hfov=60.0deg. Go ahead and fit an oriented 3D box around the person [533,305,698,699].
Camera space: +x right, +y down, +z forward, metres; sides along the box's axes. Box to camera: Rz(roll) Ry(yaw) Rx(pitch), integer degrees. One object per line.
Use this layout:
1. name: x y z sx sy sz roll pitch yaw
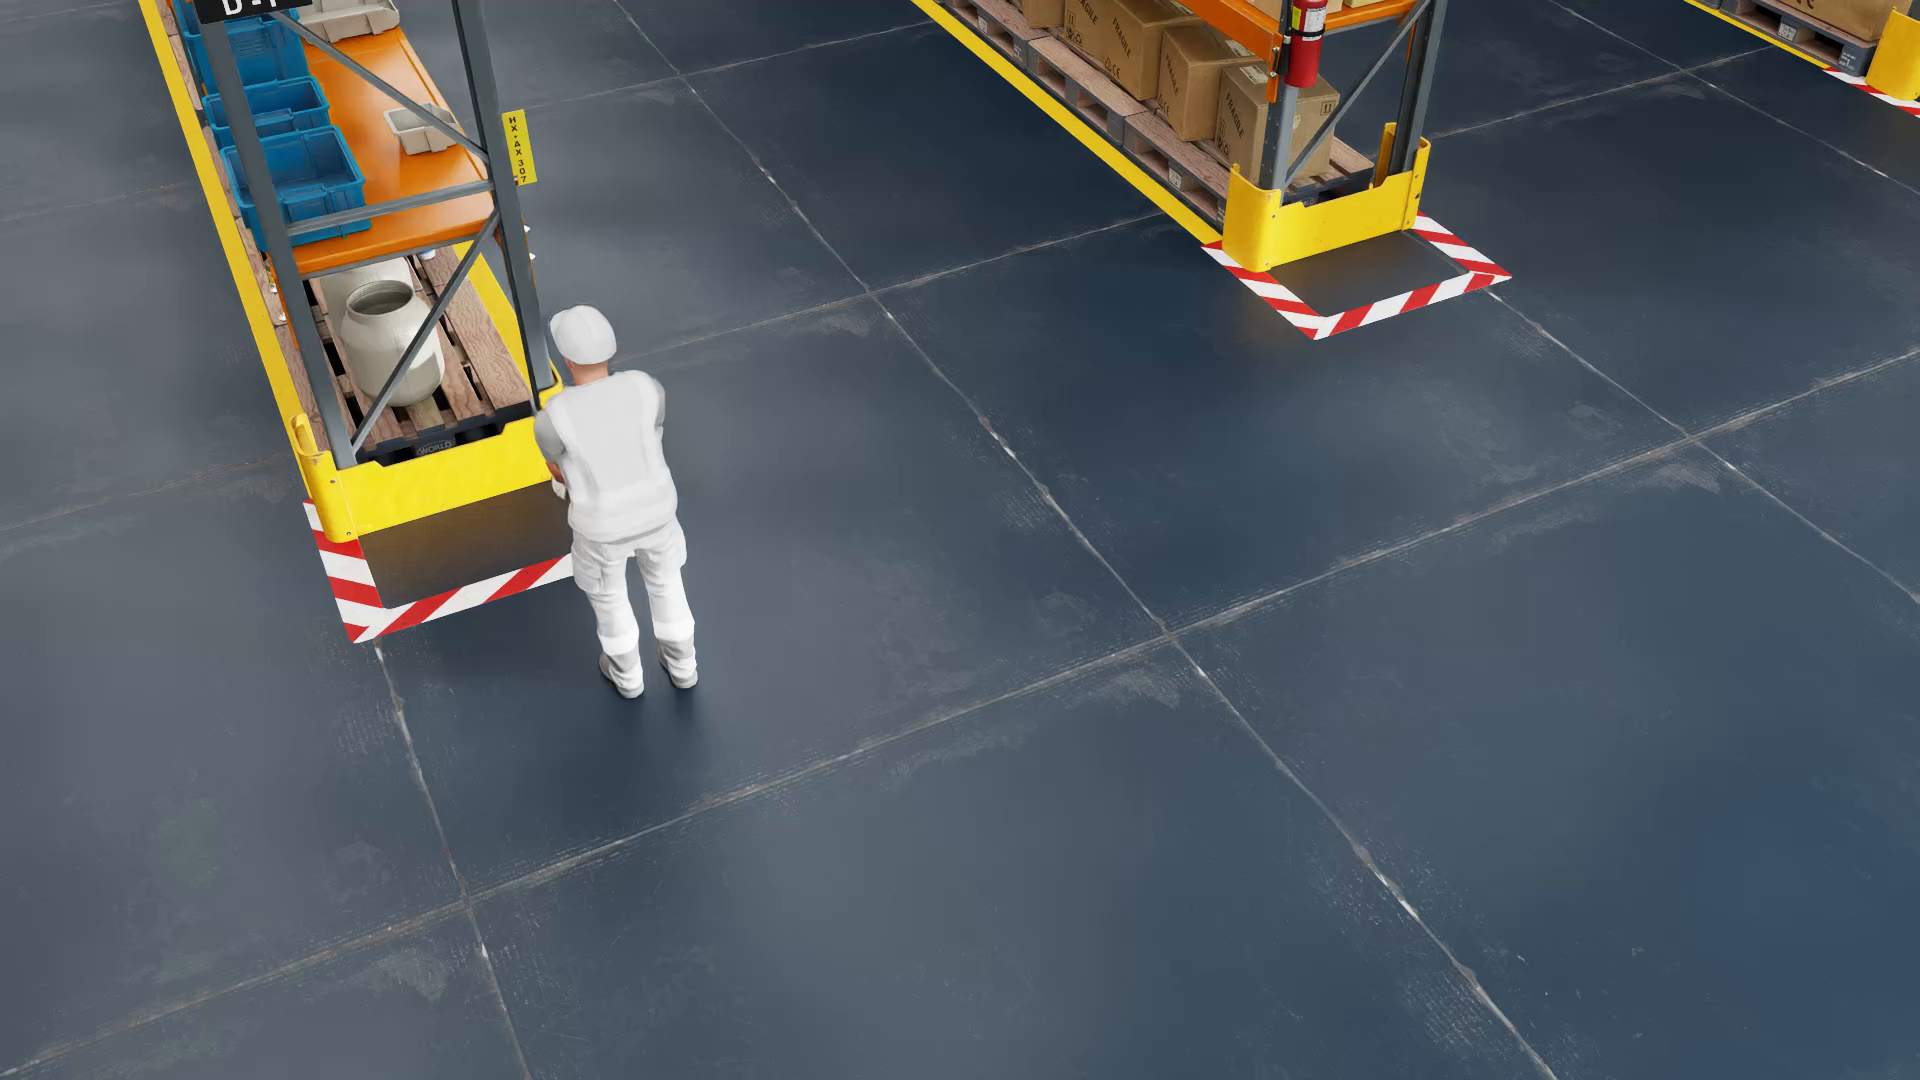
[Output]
1. person: -1.326 -0.149 6.315 0.494 1.783 0.568 -19 45 -21
